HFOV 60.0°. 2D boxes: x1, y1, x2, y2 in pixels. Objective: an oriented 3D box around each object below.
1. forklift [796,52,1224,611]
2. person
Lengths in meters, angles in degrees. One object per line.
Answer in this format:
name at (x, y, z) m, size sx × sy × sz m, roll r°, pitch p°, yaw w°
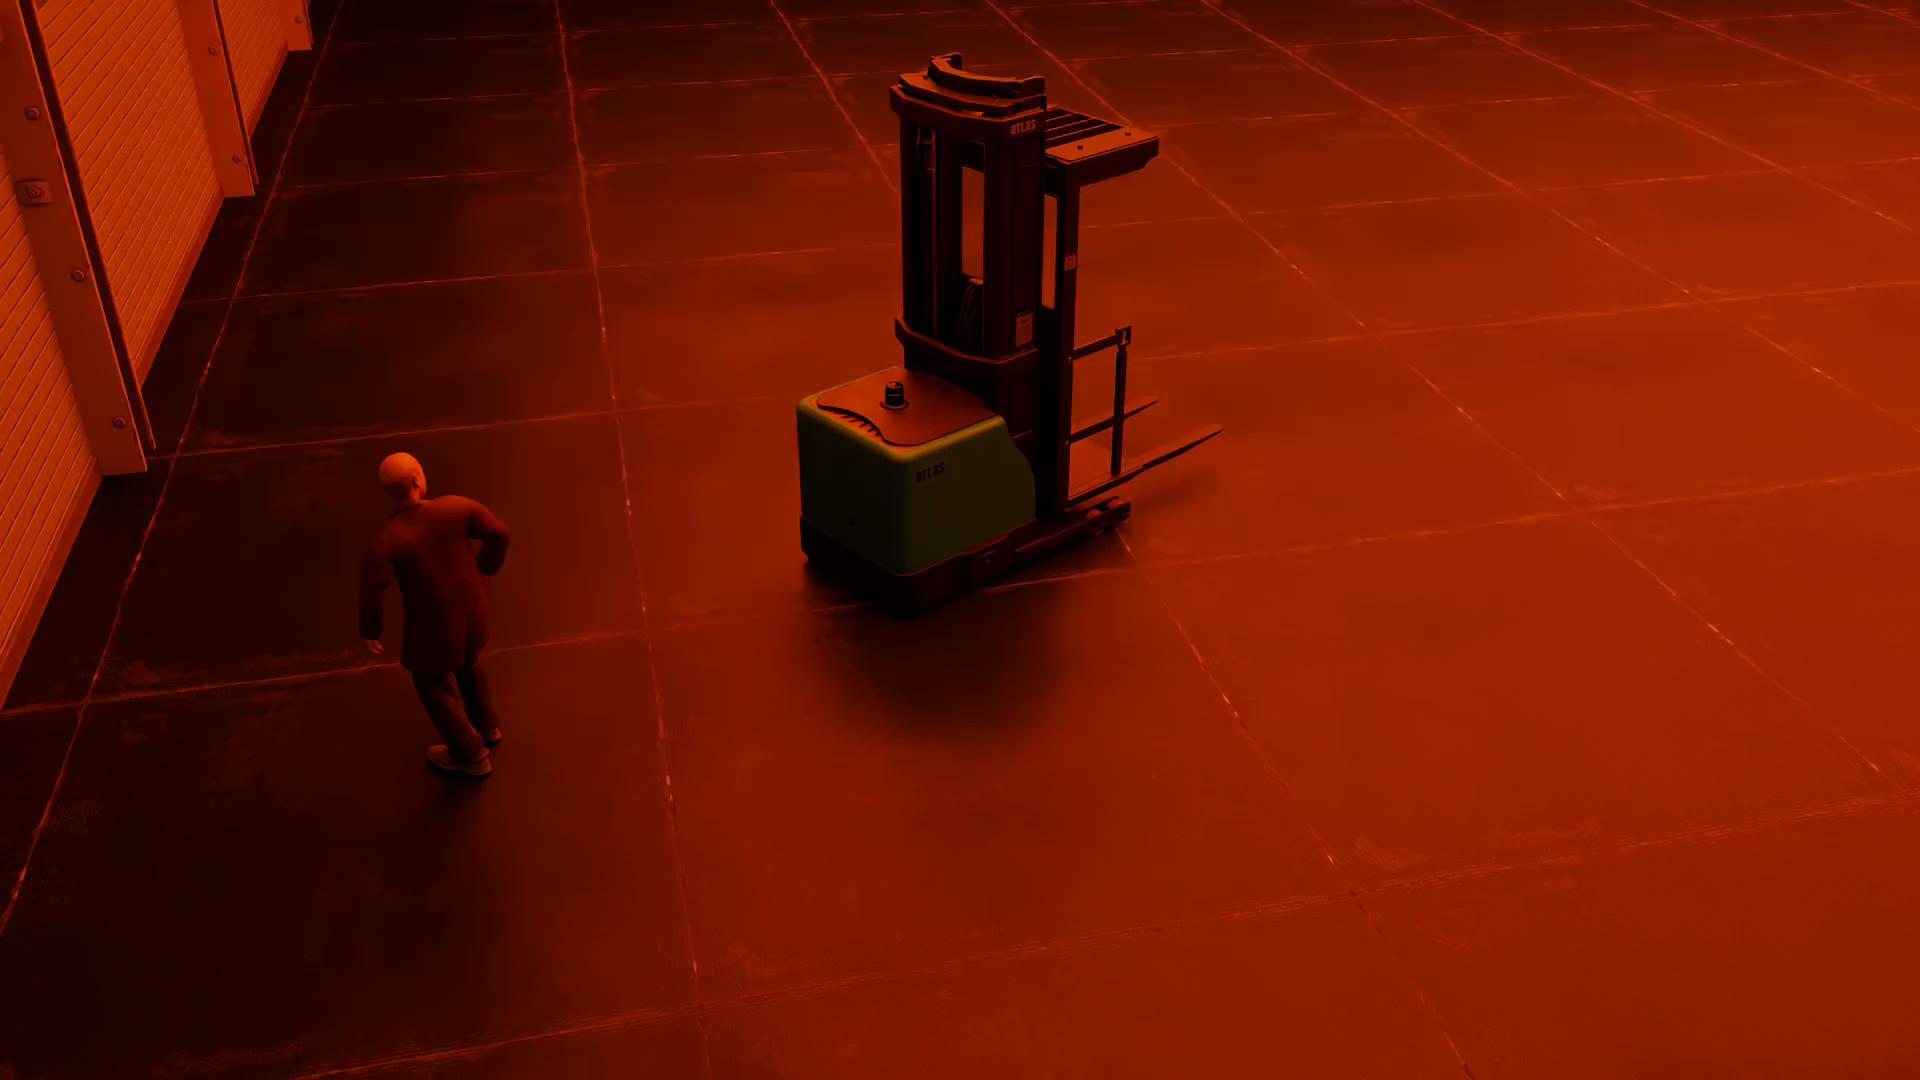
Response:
forklift at (0.457, -1.471, 10.116) m, size 3.031 × 2.935 × 1.130 m, roll -24°, pitch 38°, yaw -35°
person at (-2.601, 0.348, 8.153) m, size 0.555 × 1.756 × 0.794 m, roll 22°, pitch 36°, yaw 32°
